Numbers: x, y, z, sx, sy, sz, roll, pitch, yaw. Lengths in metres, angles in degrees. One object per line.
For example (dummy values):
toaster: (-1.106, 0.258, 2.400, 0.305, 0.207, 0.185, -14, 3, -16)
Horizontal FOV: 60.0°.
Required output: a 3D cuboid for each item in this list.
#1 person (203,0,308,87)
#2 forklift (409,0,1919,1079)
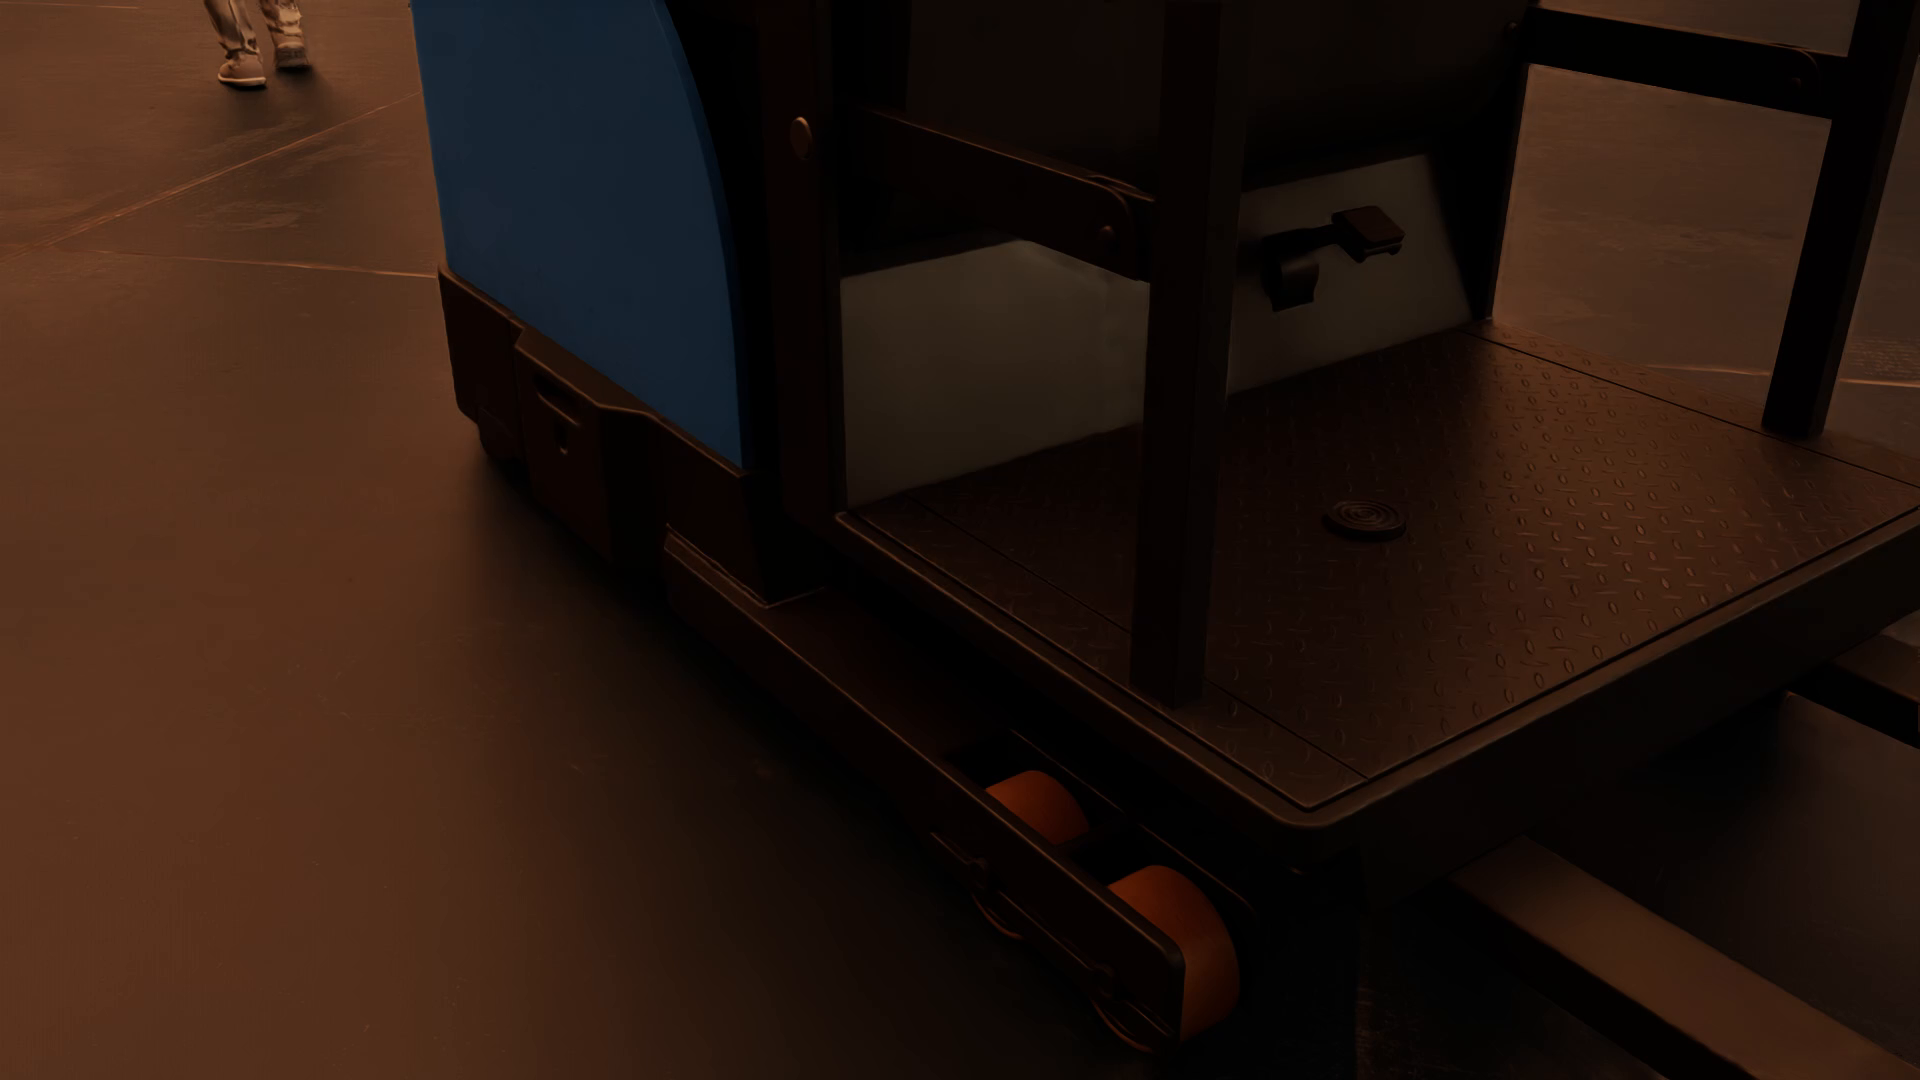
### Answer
person: (-2.370, -2.257, 5.208, 0.859, 1.694, 0.460, -18, 32, -32)
forklift: (0.422, -1.082, 1.392, 1.130, 2.935, 3.031, -18, 32, -32)
